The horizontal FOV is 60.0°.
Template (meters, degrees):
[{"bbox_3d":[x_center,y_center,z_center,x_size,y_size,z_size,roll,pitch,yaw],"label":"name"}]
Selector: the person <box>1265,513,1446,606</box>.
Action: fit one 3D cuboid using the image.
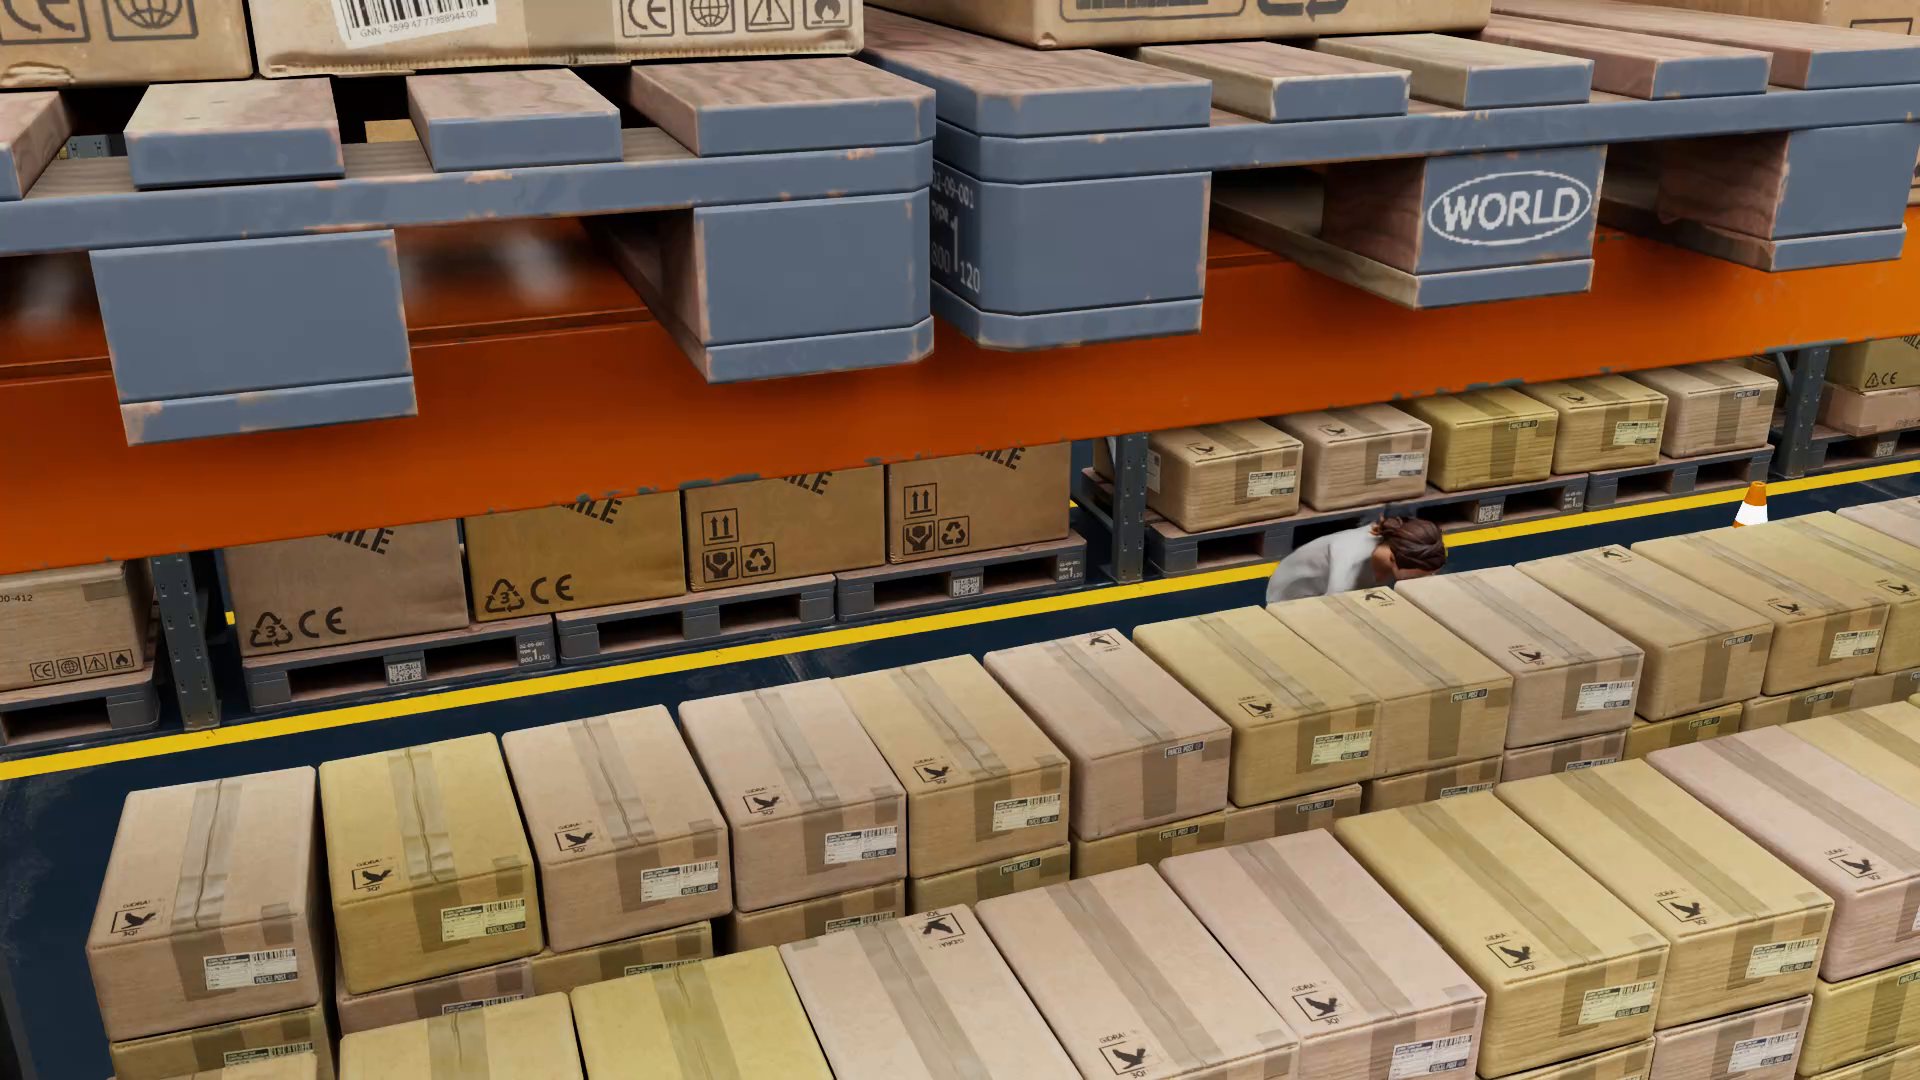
[{"bbox_3d":[1.446,0.336,6.072,0.491,1.075,0.765,-8,24,-19],"label":"person"}]
